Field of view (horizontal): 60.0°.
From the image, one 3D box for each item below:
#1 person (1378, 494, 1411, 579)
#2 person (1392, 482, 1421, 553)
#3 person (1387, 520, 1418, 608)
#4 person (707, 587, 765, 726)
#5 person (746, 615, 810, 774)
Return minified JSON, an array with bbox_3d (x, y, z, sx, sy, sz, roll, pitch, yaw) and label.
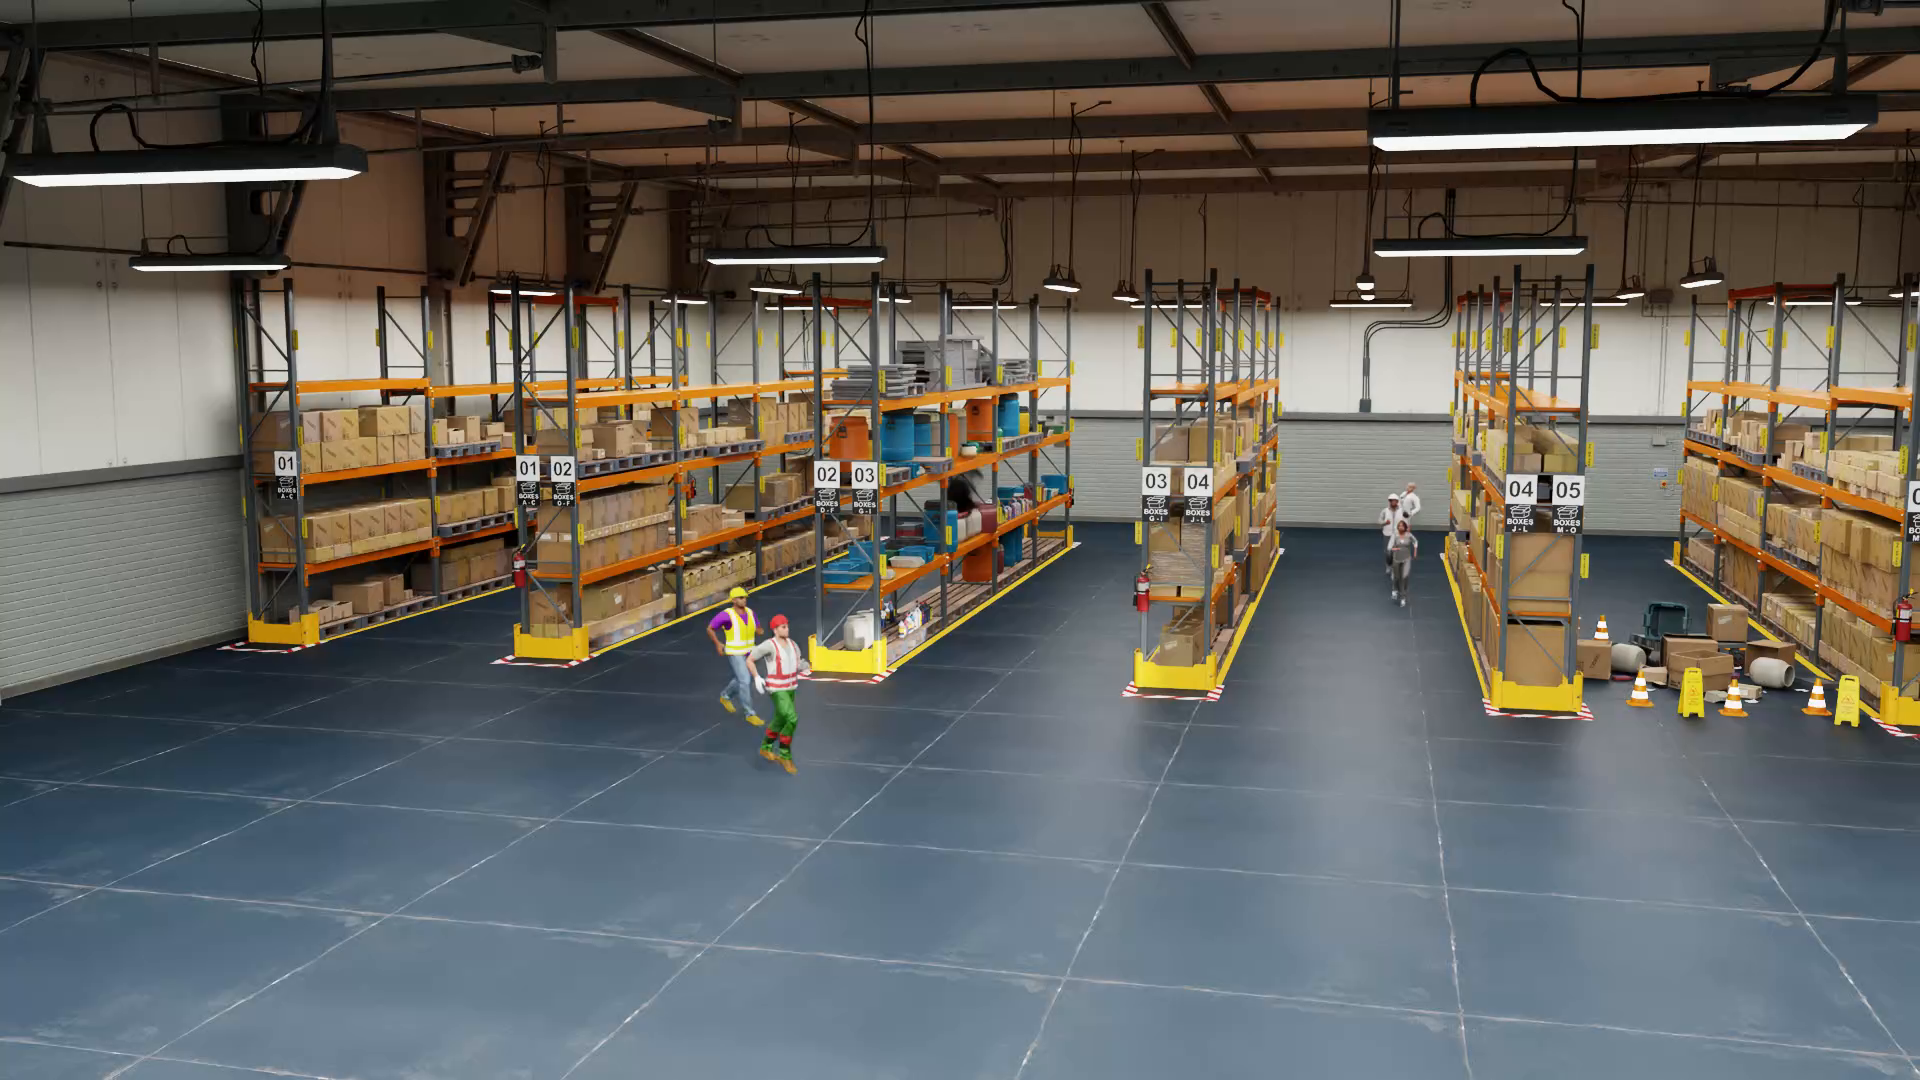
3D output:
[{"bbox_3d":[9.140,-0.100,35.077,0.665,1.744,1.007,3,7,20],"label":"person"},{"bbox_3d":[10.386,-0.515,39.033,0.619,1.678,0.770,-2,7,-20],"label":"person"},{"bbox_3d":[8.395,0.428,31.581,0.548,1.628,0.851,2,7,16],"label":"person"},{"bbox_3d":[-2.880,1.490,21.799,0.982,1.757,0.690,6,9,40],"label":"person"},{"bbox_3d":[-2.085,1.791,19.445,0.762,1.846,0.643,4,8,32],"label":"person"}]
